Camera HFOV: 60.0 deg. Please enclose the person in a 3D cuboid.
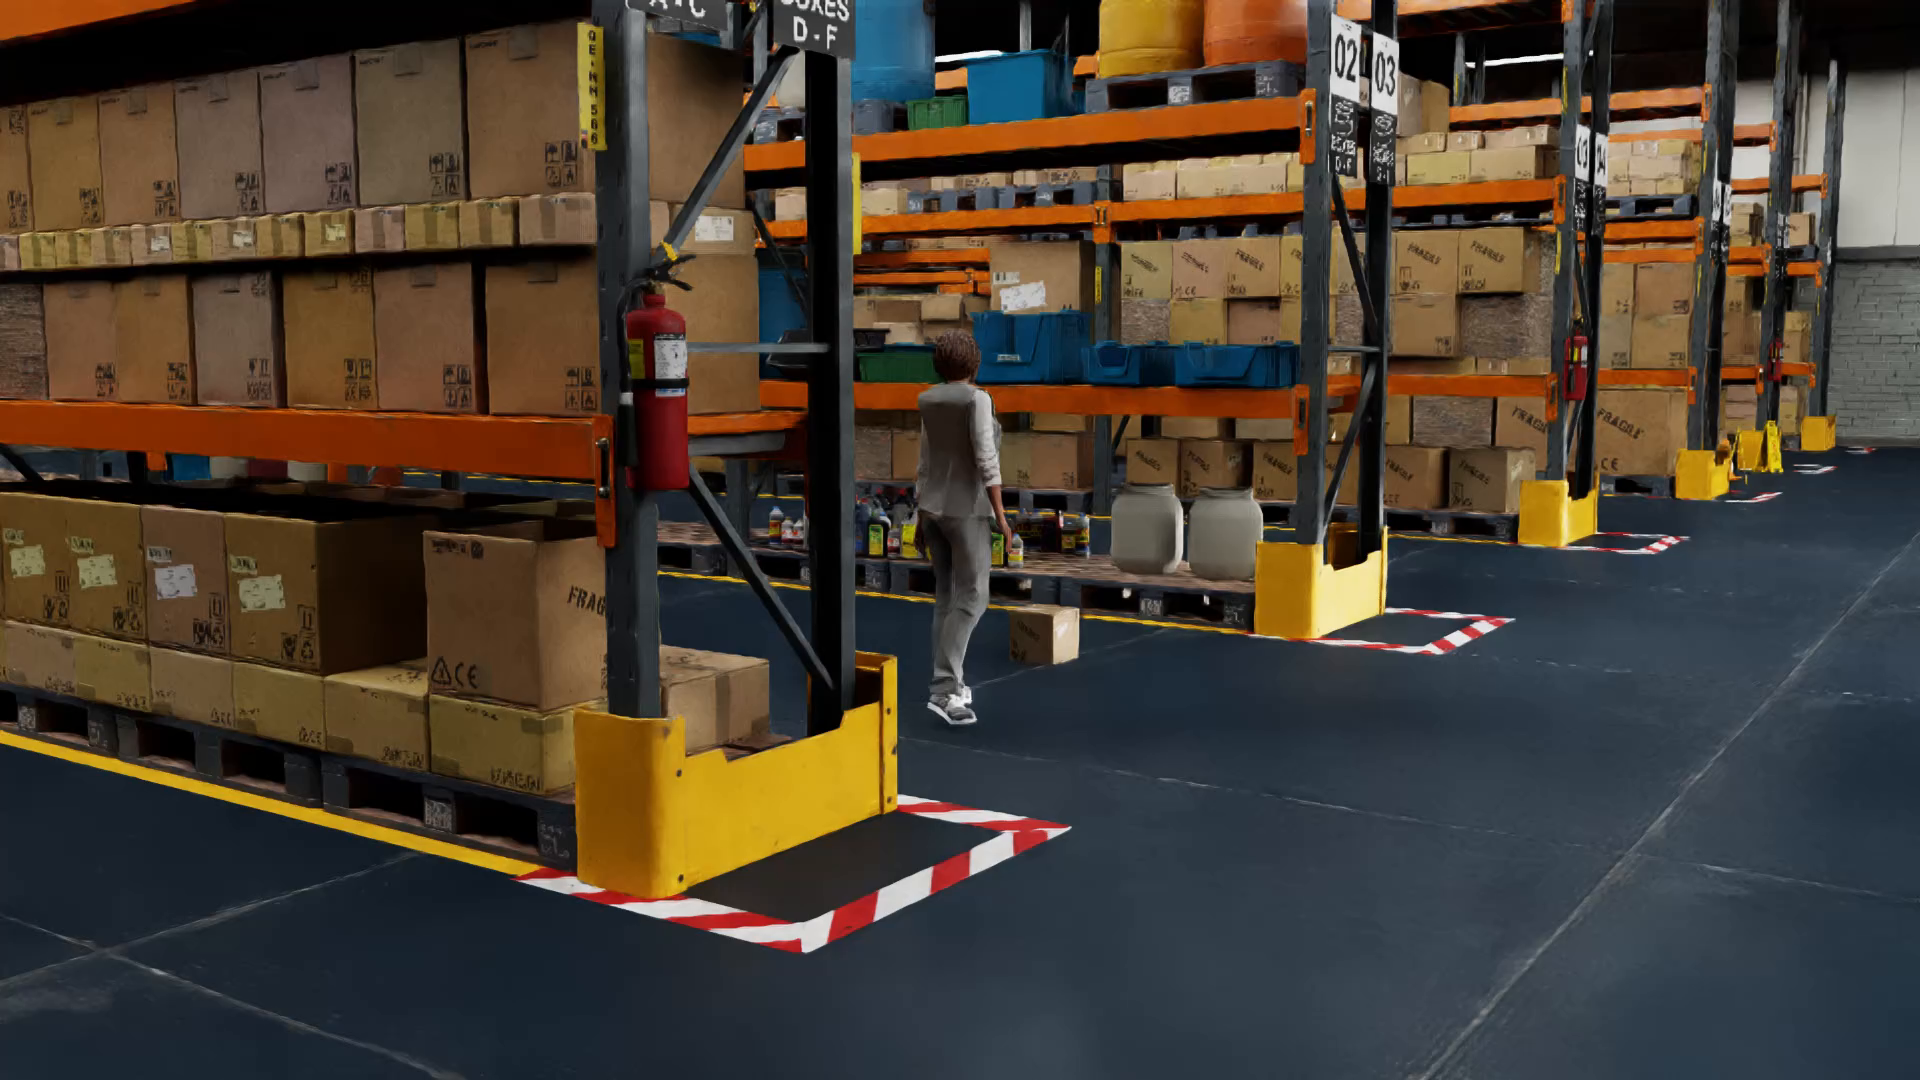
[{"bbox_3d":[0.013,-0.064,6.769,0.448,1.590,0.592,-5,8,-36],"label":"person"}]
